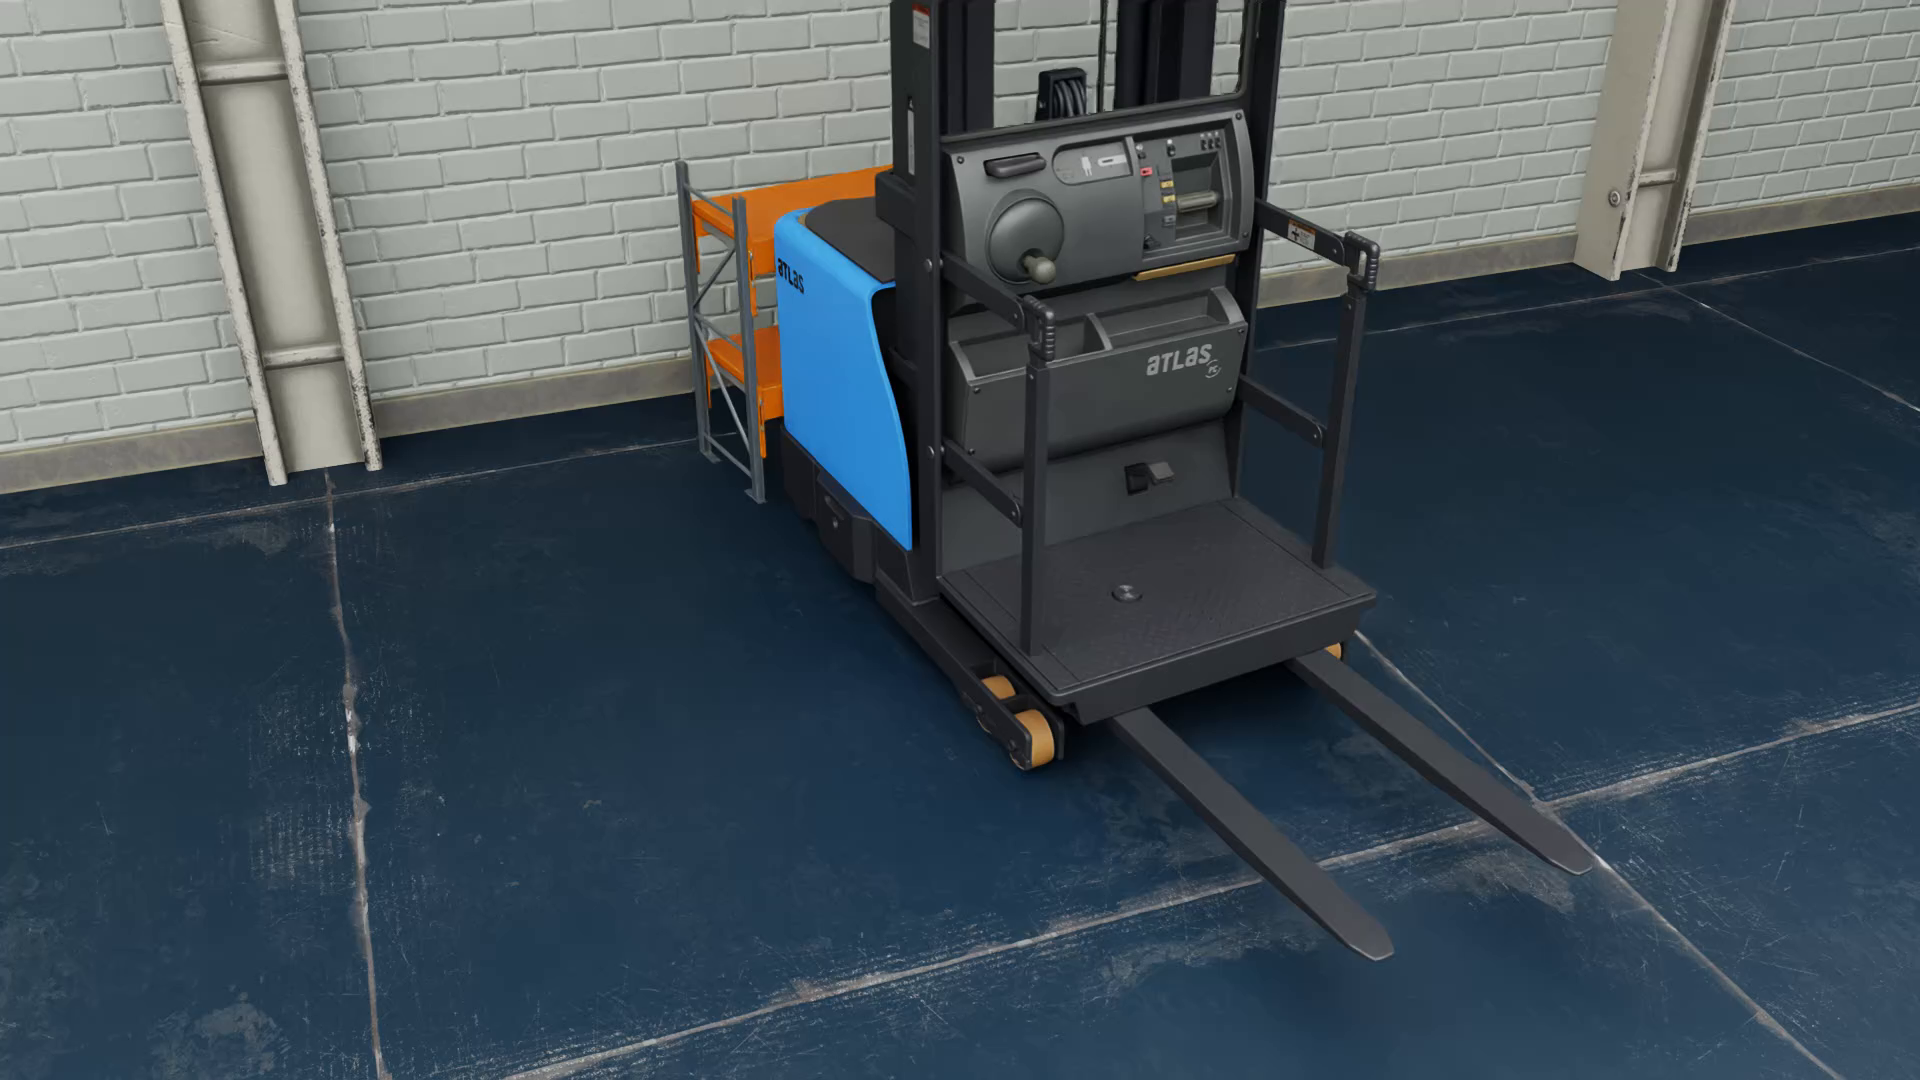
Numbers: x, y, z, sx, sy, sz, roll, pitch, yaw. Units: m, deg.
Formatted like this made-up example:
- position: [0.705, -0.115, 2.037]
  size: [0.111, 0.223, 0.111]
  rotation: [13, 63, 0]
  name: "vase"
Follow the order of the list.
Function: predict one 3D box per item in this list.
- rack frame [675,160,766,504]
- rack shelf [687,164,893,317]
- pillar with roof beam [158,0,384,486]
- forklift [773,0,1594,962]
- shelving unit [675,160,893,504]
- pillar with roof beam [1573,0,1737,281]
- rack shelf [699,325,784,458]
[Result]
- position: [-0.847, -0.727, 5.890]
  size: [0.032, 1.125, 0.500]
  rotation: [-17, 34, -28]
  name: "rack frame"
- position: [-0.417, -1.116, 5.982]
  size: [1.000, 0.278, 0.538]
  rotation: [-17, 34, -28]
  name: "rack shelf"
- position: [-0.895, -2.216, 0.550]
  size: [0.400, 9.000, 9.100]
  rotation: [-10, 31, -18]
  name: "pillar with roof beam"
- position: [0.503, -0.889, 4.350]
  size: [1.130, 2.935, 3.031]
  rotation: [-15, 33, -24]
  name: "forklift"
- position: [-0.417, -0.862, 6.126]
  size: [1.048, 1.125, 0.538]
  rotation: [-17, 34, -28]
  name: "shelving unit"
- position: [4.728, -3.252, 2.367]
  size: [0.400, 9.000, 9.100]
  rotation: [-10, 31, -18]
  name: "pillar with roof beam"
- position: [-0.417, -0.649, 6.247]
  size: [1.000, 0.278, 0.538]
  rotation: [-17, 34, -28]
  name: "rack shelf"
